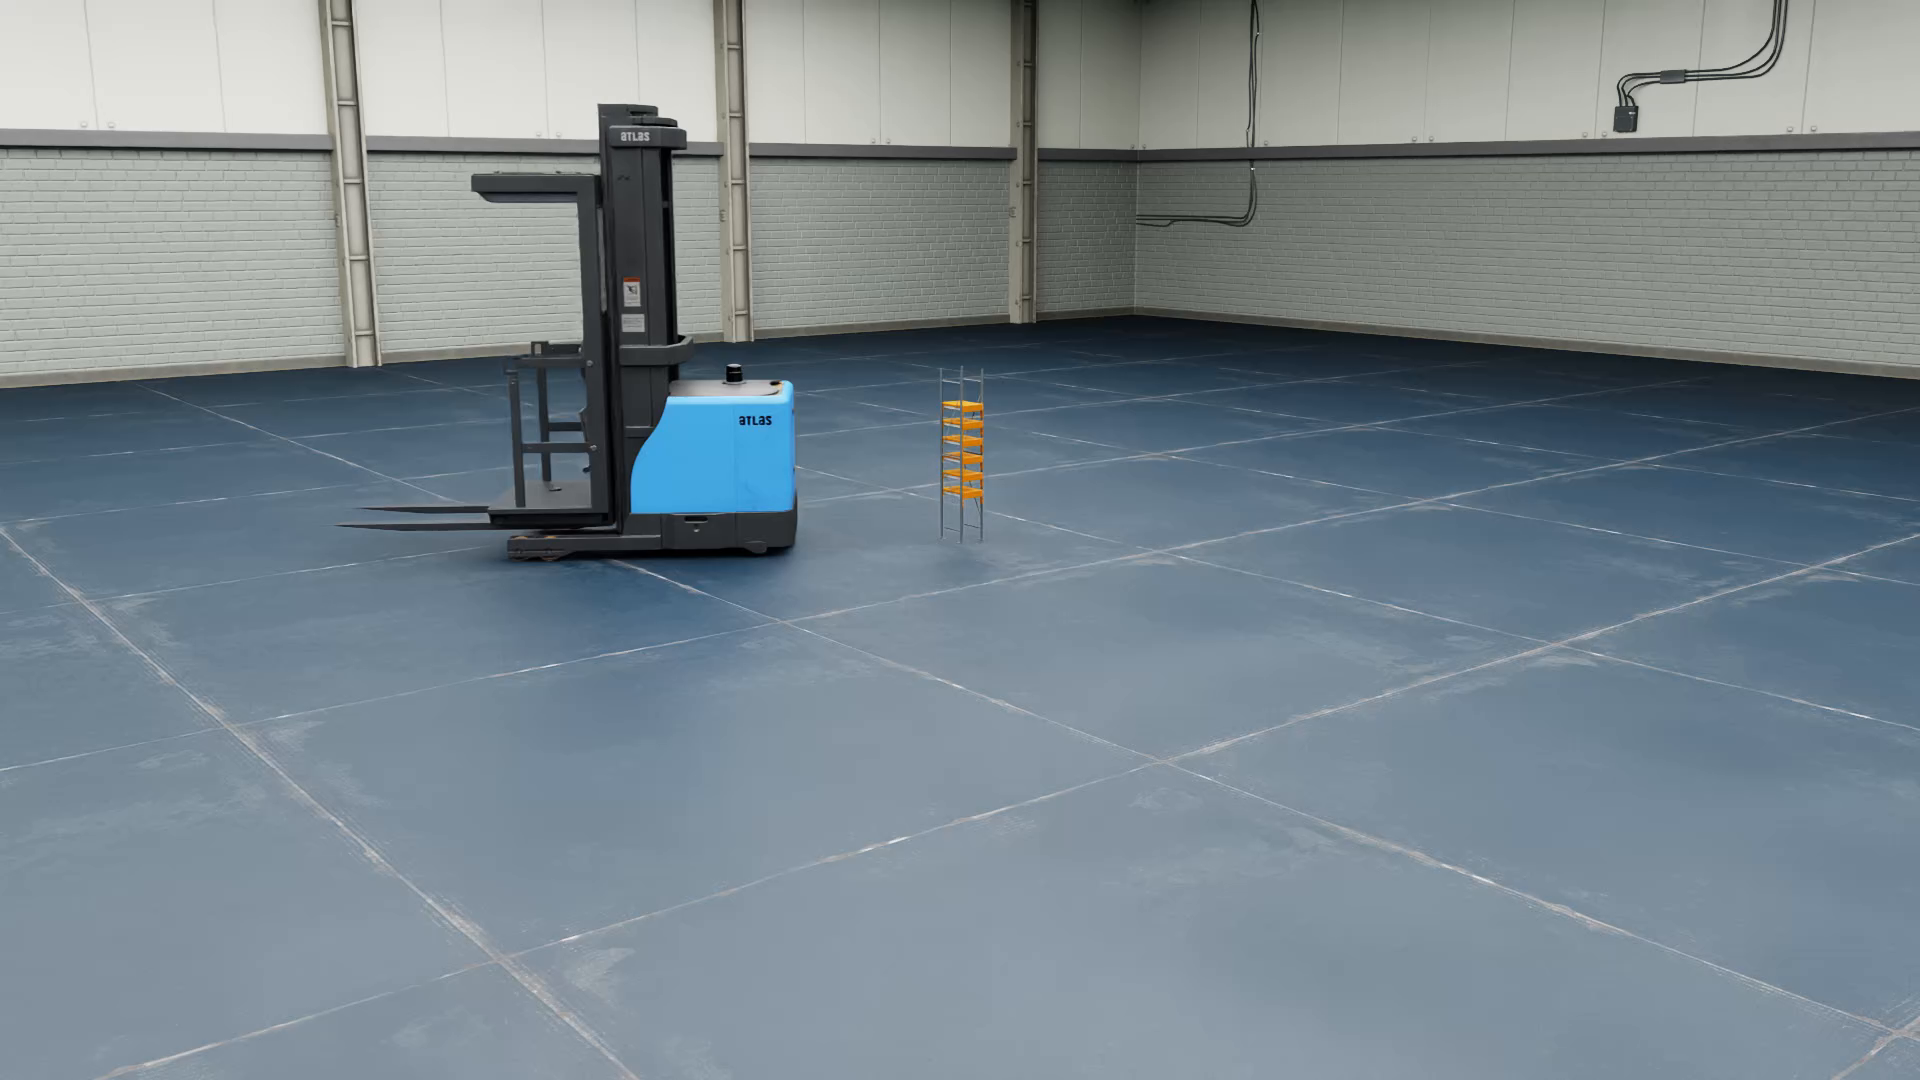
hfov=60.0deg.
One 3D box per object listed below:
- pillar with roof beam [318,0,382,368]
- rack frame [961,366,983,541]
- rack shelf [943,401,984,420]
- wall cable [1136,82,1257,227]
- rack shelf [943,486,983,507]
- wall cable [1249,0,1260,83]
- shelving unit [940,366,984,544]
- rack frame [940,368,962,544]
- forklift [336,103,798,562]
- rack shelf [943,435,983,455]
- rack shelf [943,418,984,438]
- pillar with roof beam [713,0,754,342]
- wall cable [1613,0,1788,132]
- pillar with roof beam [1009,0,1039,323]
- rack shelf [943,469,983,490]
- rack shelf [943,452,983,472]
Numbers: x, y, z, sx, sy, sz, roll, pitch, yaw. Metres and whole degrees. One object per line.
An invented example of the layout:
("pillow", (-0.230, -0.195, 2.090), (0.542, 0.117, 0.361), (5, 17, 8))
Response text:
("pillar with roof beam", (-5.543, -6.111, 18.744), (0.400, 9.000, 9.100), (-9, 15, -38))
("rack frame", (0.083, -0.601, 11.569), (0.006, 1.200, 0.240), (-9, 15, -38))
("rack shelf", (0.011, -0.897, 11.447), (0.180, 0.103, 0.258), (-9, 15, -38))
("wall cable", (4.264, -7.015, 30.478), (0.112, 2.526, 3.097), (-9, 15, -38))
("rack shelf", (0.011, -0.311, 11.572), (0.180, 0.103, 0.258), (-9, 15, -38))
("wall cable", (5.954, -9.047, 27.887), (0.112, 2.526, 3.097), (-9, 15, -38))
("shelving unit", (0.011, -0.589, 11.513), (0.189, 1.200, 0.258), (-9, 15, -38))
("rack frame", (-0.060, -0.577, 11.457), (0.006, 1.200, 0.240), (-9, 15, -38))
("forklift", (-2.652, -1.405, 11.188), (3.031, 2.935, 1.130), (-1, 12, -4))
("rack shelf", (0.011, -0.663, 11.497), (0.180, 0.103, 0.258), (-9, 15, -38))
("rack shelf", (0.011, -0.780, 11.472), (0.180, 0.103, 0.258), (-9, 15, -38))
("pillar with roof beam", (-0.858, -6.890, 22.411), (0.400, 9.000, 9.100), (-9, 15, -38))
("wall cable", (10.182, -8.656, 22.541), (0.169, 6.003, 2.305), (-9, 15, -38))
("pillar with roof beam", (3.827, -7.668, 26.077), (0.400, 9.000, 9.100), (-9, 15, -38))
("rack shelf", (0.011, -0.428, 11.547), (0.180, 0.103, 0.258), (-9, 15, -38))
("rack shelf", (0.011, -0.545, 11.522), (0.180, 0.103, 0.258), (-9, 15, -38))
